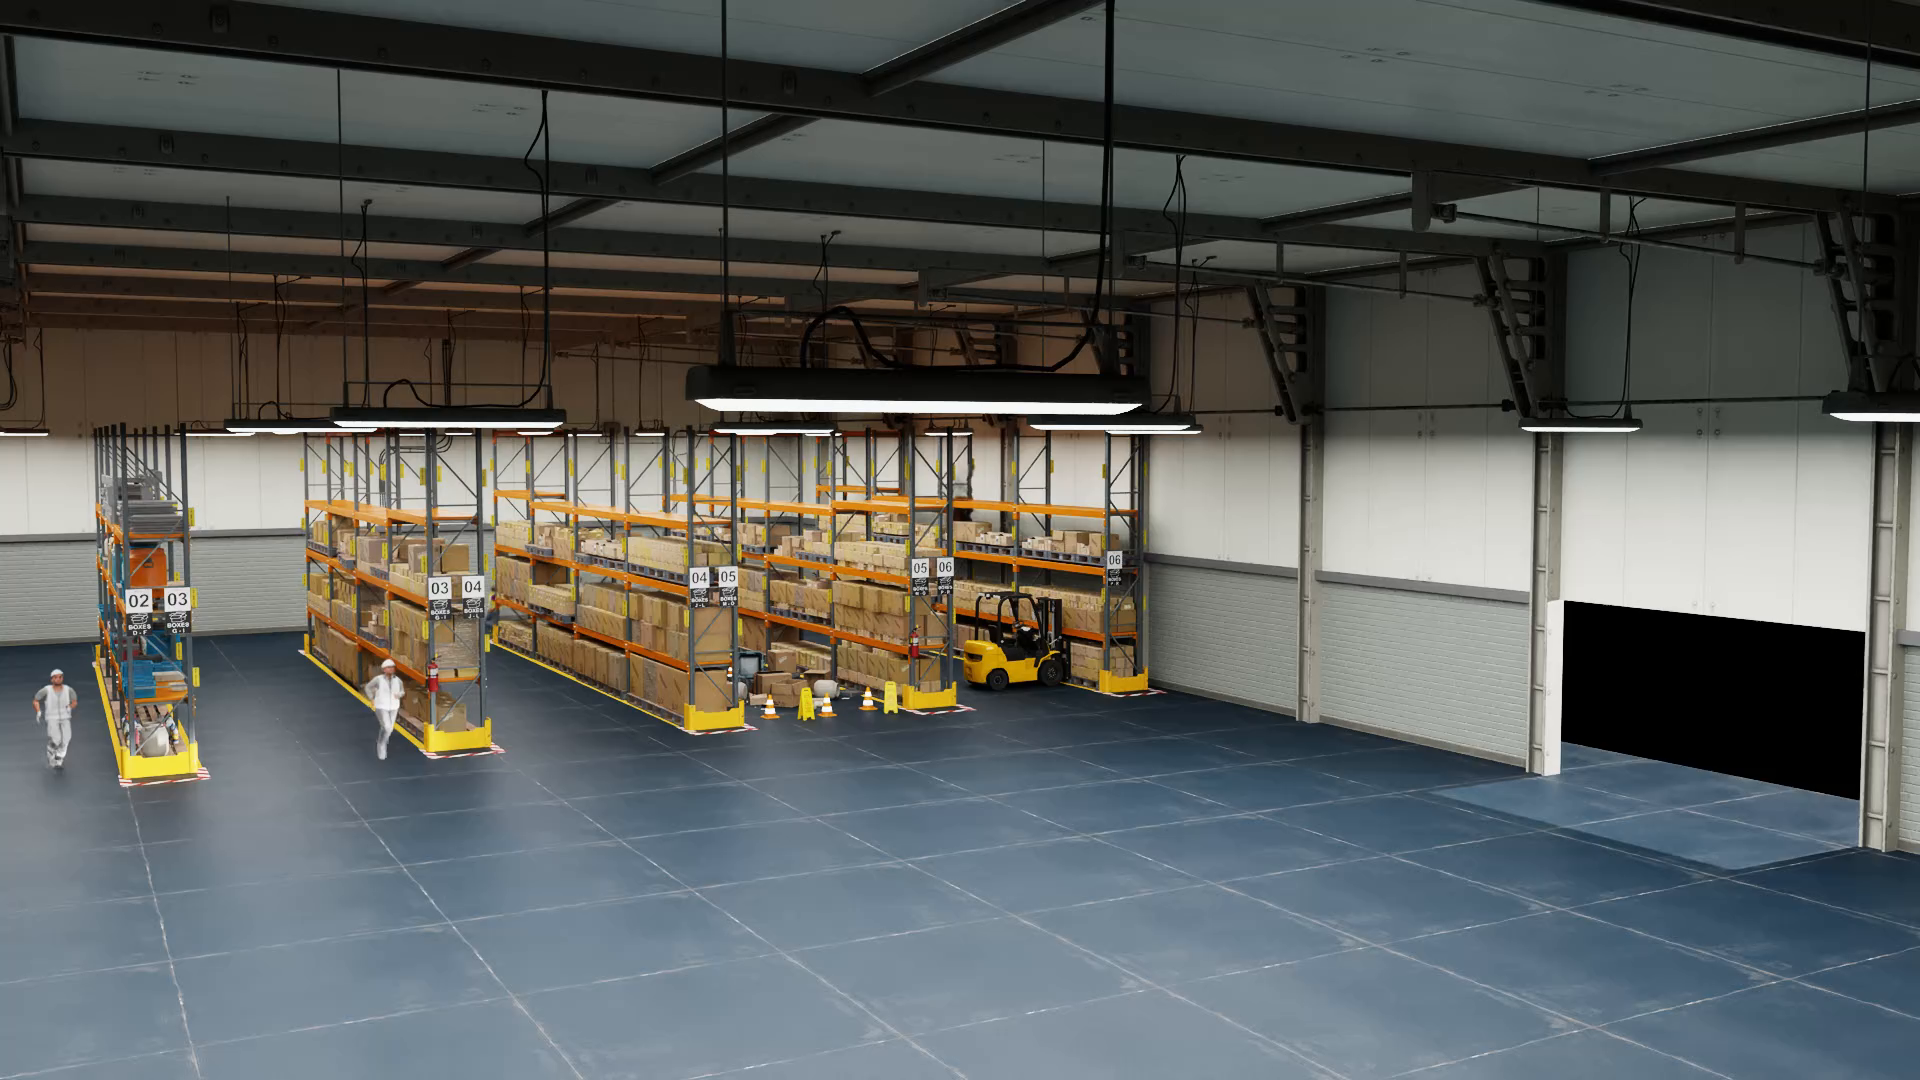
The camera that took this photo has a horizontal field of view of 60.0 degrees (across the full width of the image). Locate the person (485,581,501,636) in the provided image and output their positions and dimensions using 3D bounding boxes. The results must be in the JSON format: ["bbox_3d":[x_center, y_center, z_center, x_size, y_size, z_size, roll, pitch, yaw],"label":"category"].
[{"bbox_3d":[-13.529,1.995,48.064,0.612,1.645,0.766,-1,3,-9],"label":"person"}]

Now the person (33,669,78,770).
[{"bbox_3d":[-15.502,3.102,28.594,0.643,1.743,0.615,-3,5,-42],"label":"person"}]

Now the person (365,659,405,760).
[{"bbox_3d":[-10.335,3.047,29.975,0.636,1.799,0.711,-3,5,-43],"label":"person"}]
